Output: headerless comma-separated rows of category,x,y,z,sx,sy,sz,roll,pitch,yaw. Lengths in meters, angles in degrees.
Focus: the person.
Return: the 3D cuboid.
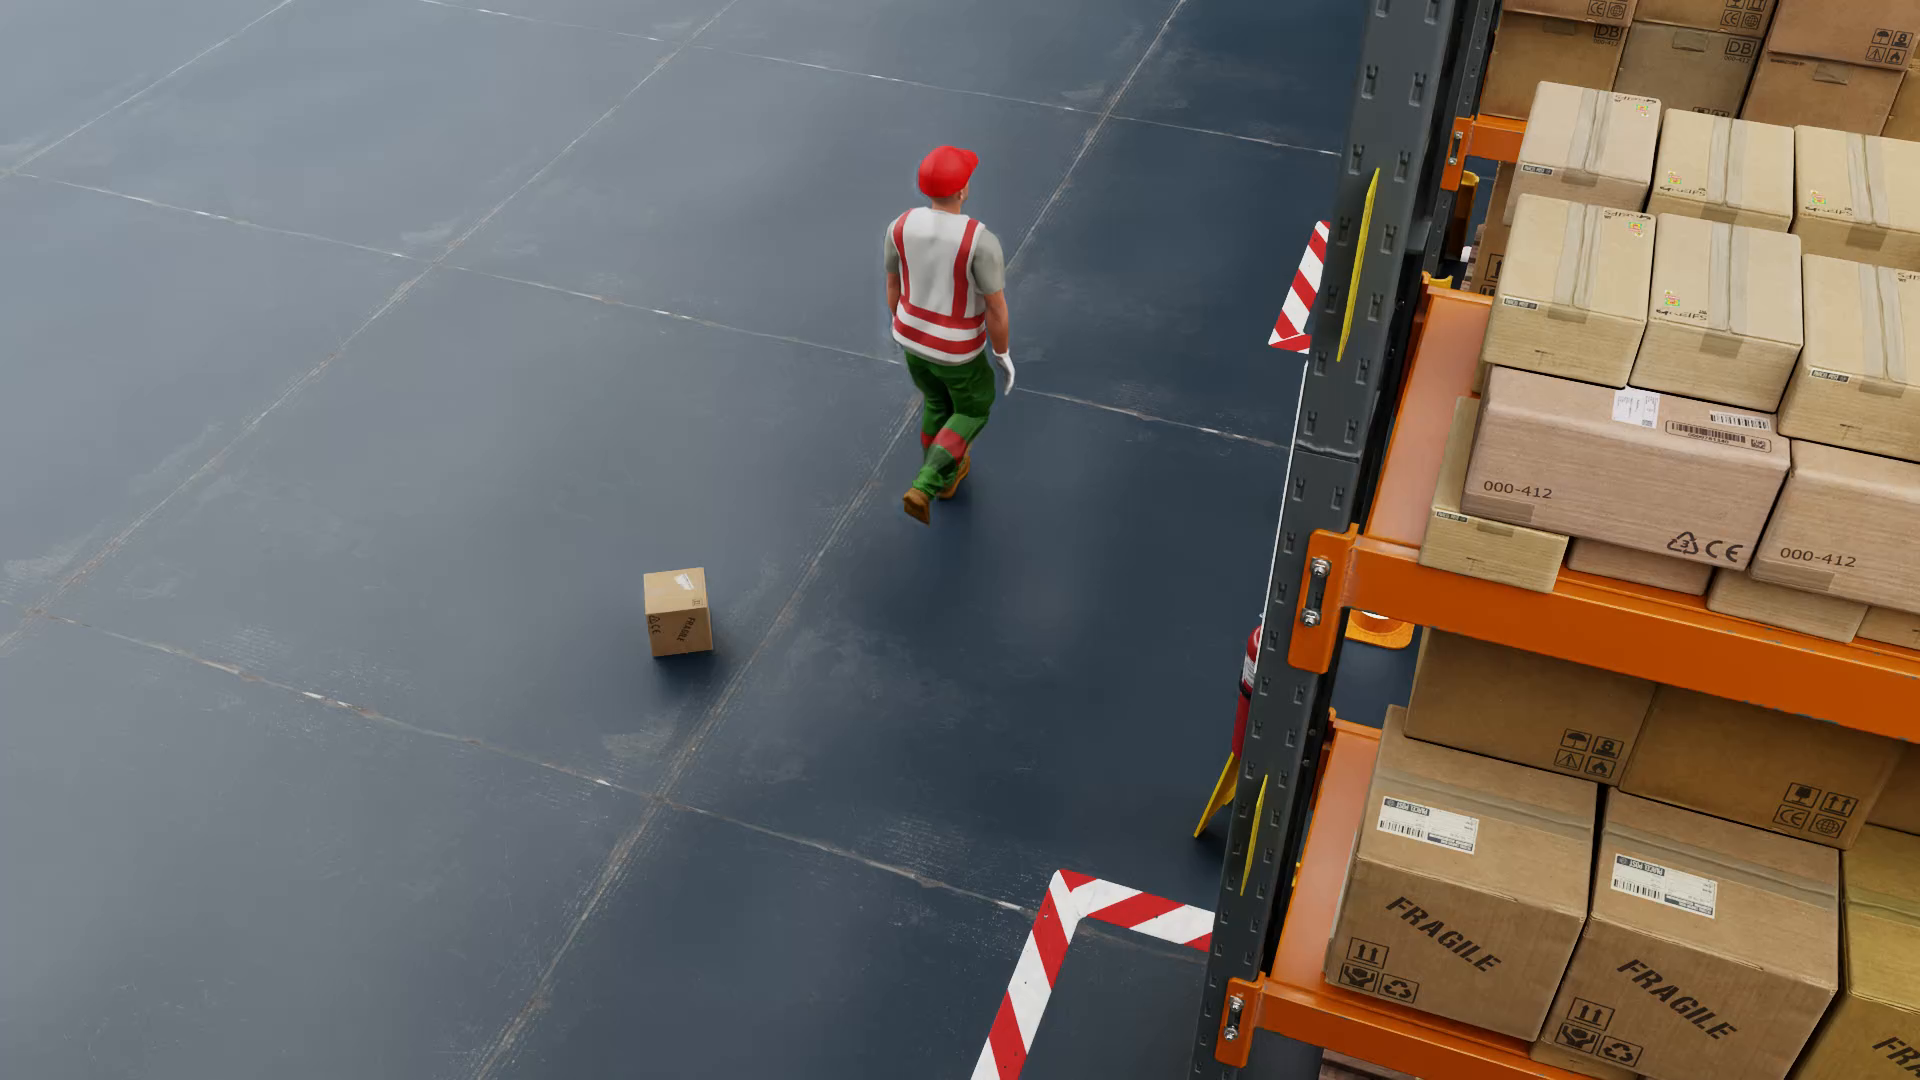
person,-0.076,-0.808,7.060,0.659,1.769,0.705,19,44,20
